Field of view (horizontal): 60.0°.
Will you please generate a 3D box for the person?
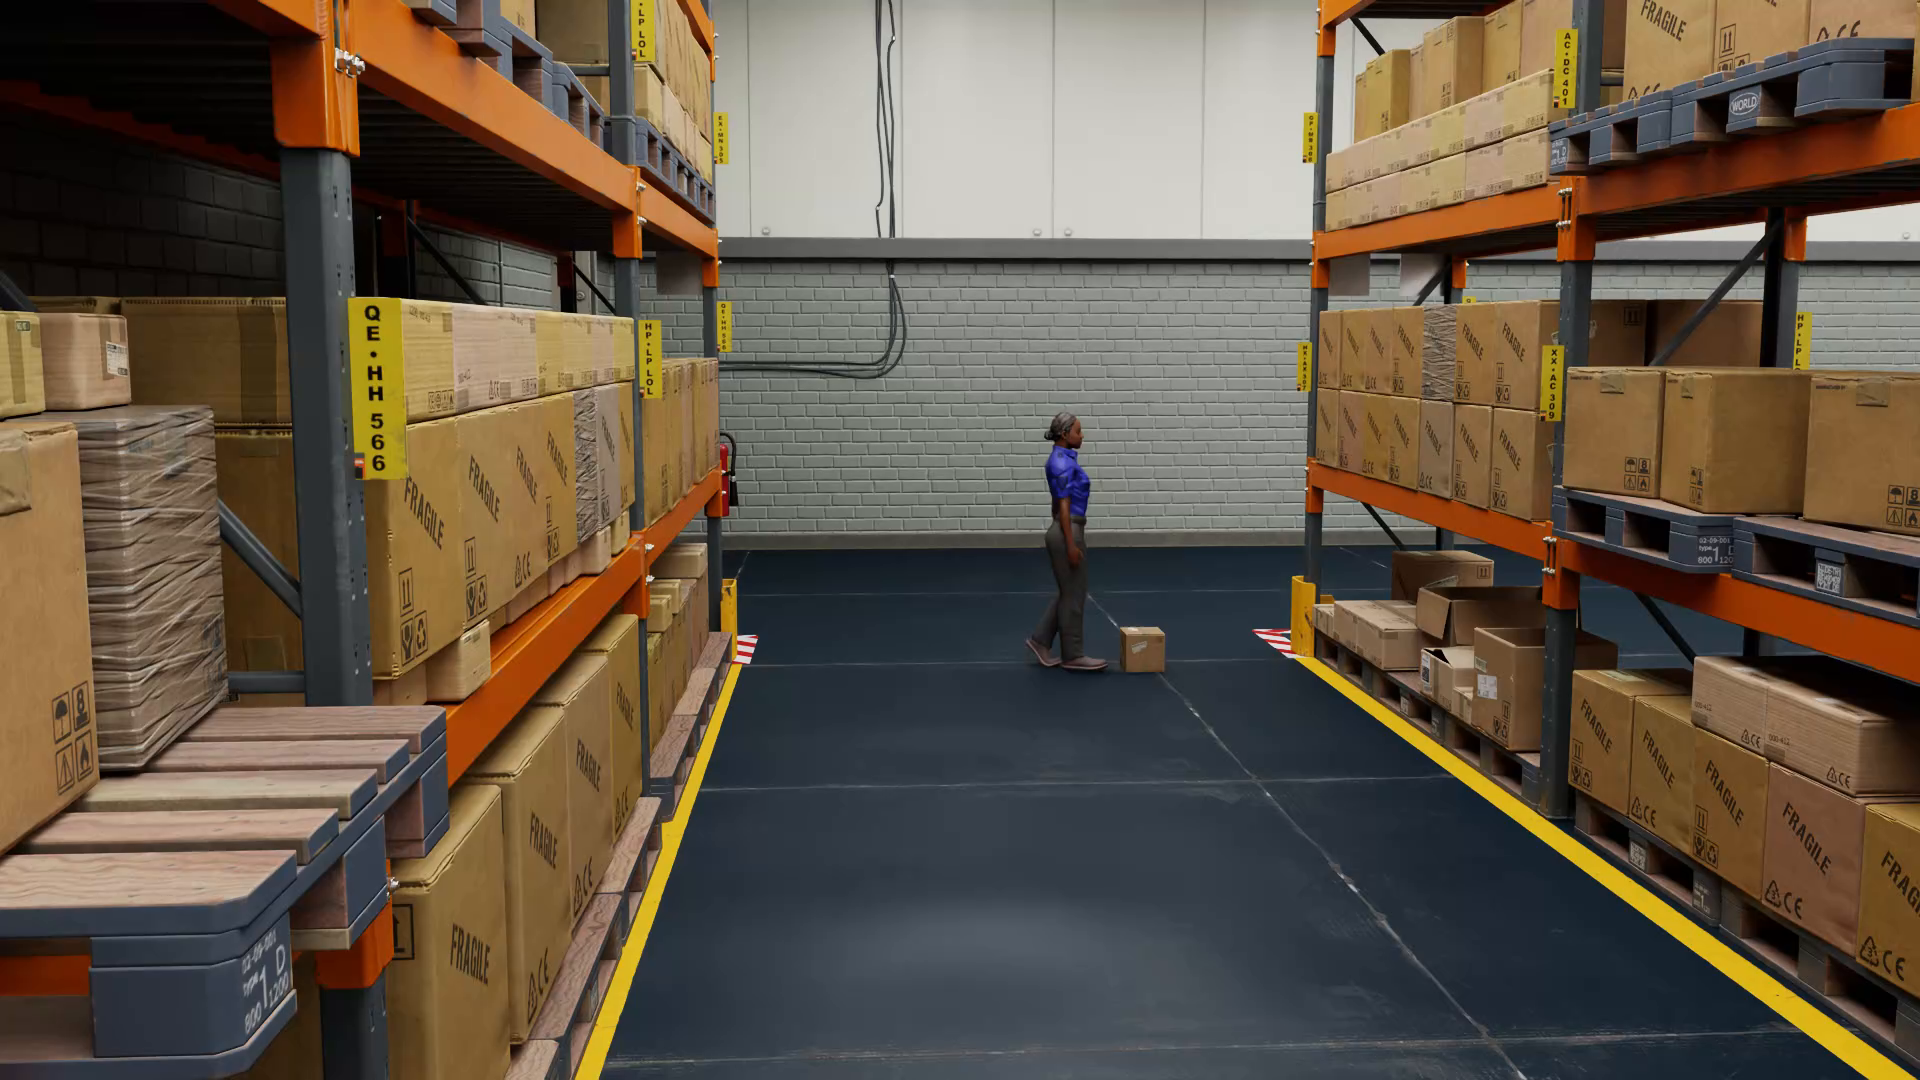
[{"bbox_3d":[0.685,0.019,10.634,0.536,1.674,0.480,0,7,3],"label":"person"}]
